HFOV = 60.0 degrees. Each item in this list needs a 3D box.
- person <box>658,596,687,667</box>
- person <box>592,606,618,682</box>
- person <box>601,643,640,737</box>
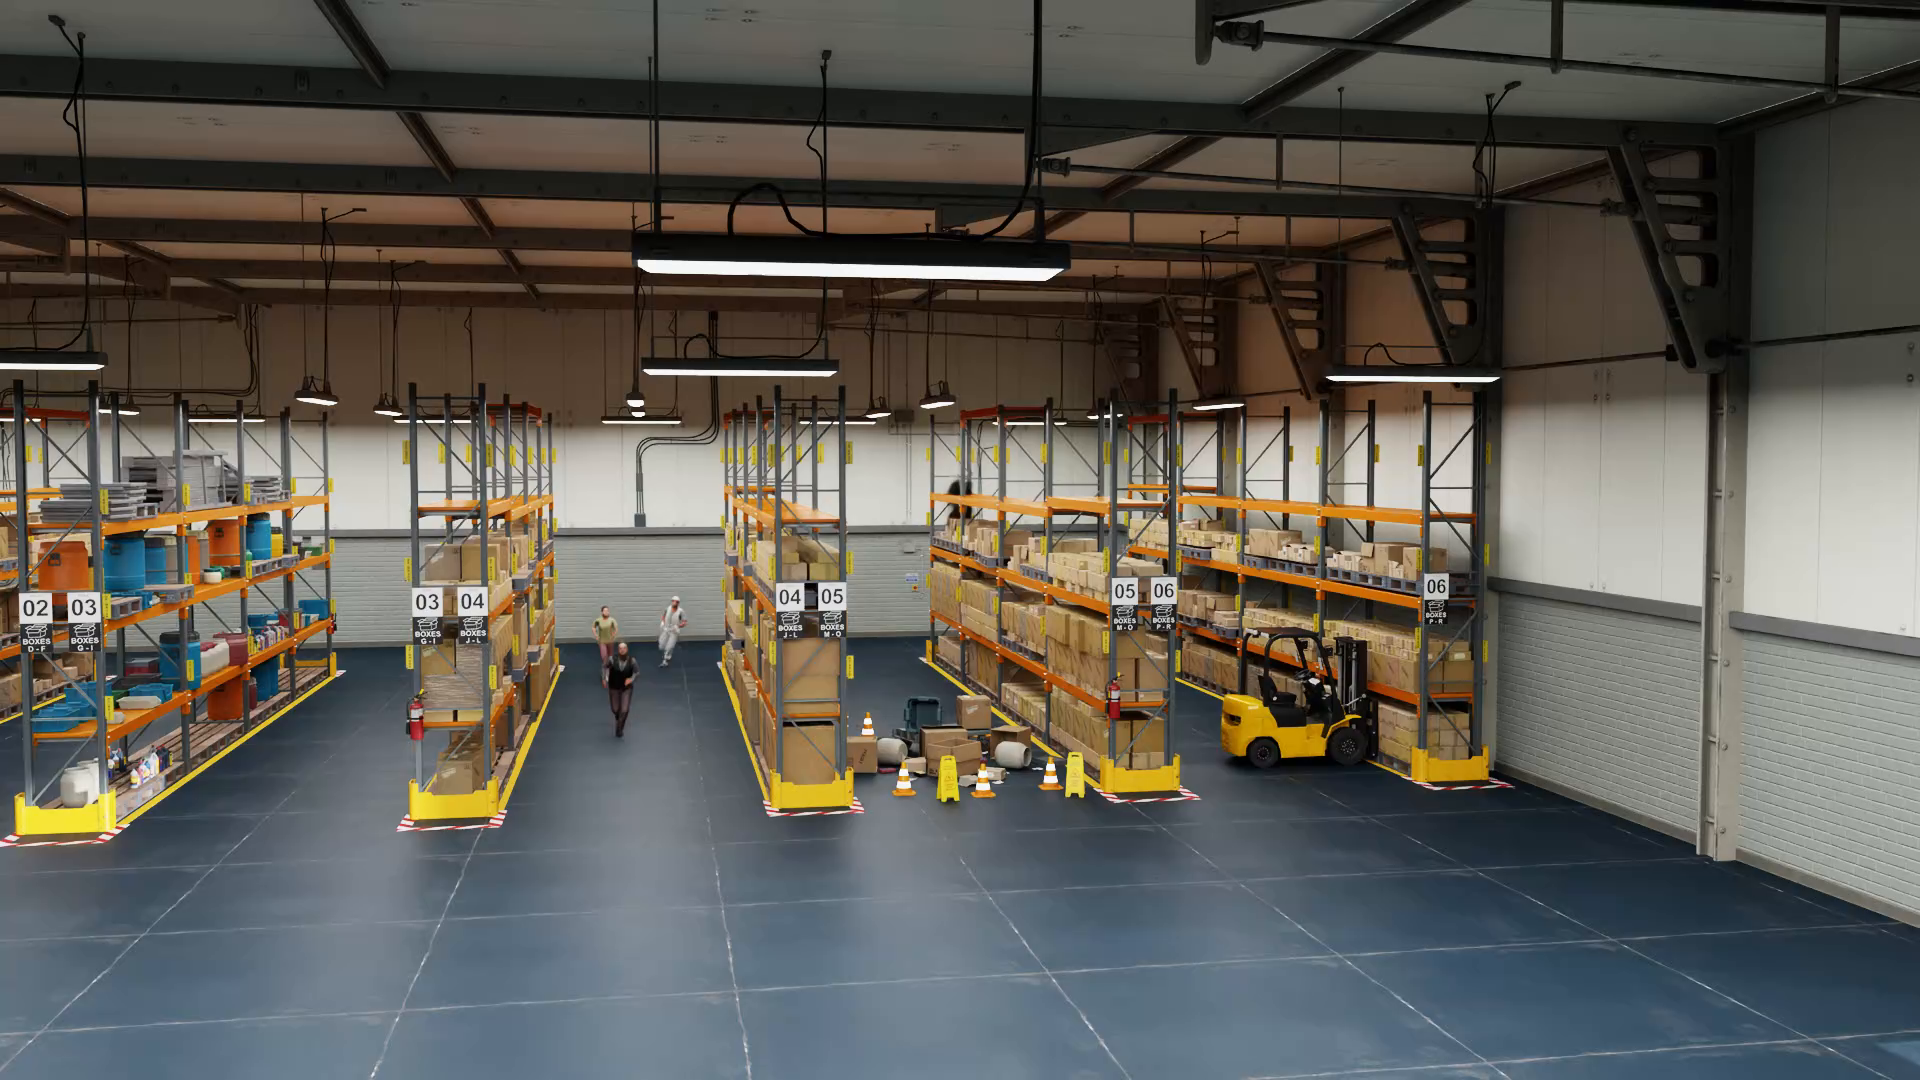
[{"bbox_3d":[-6.787,2.165,39.270,0.733,1.709,0.603,1,3,15],"label":"person"},{"bbox_3d":[-7.942,2.305,37.230,0.585,1.668,0.816,-1,3,-14],"label":"person"},{"bbox_3d":[-6.071,2.677,29.739,0.694,1.677,0.676,-1,3,-11],"label":"person"}]
